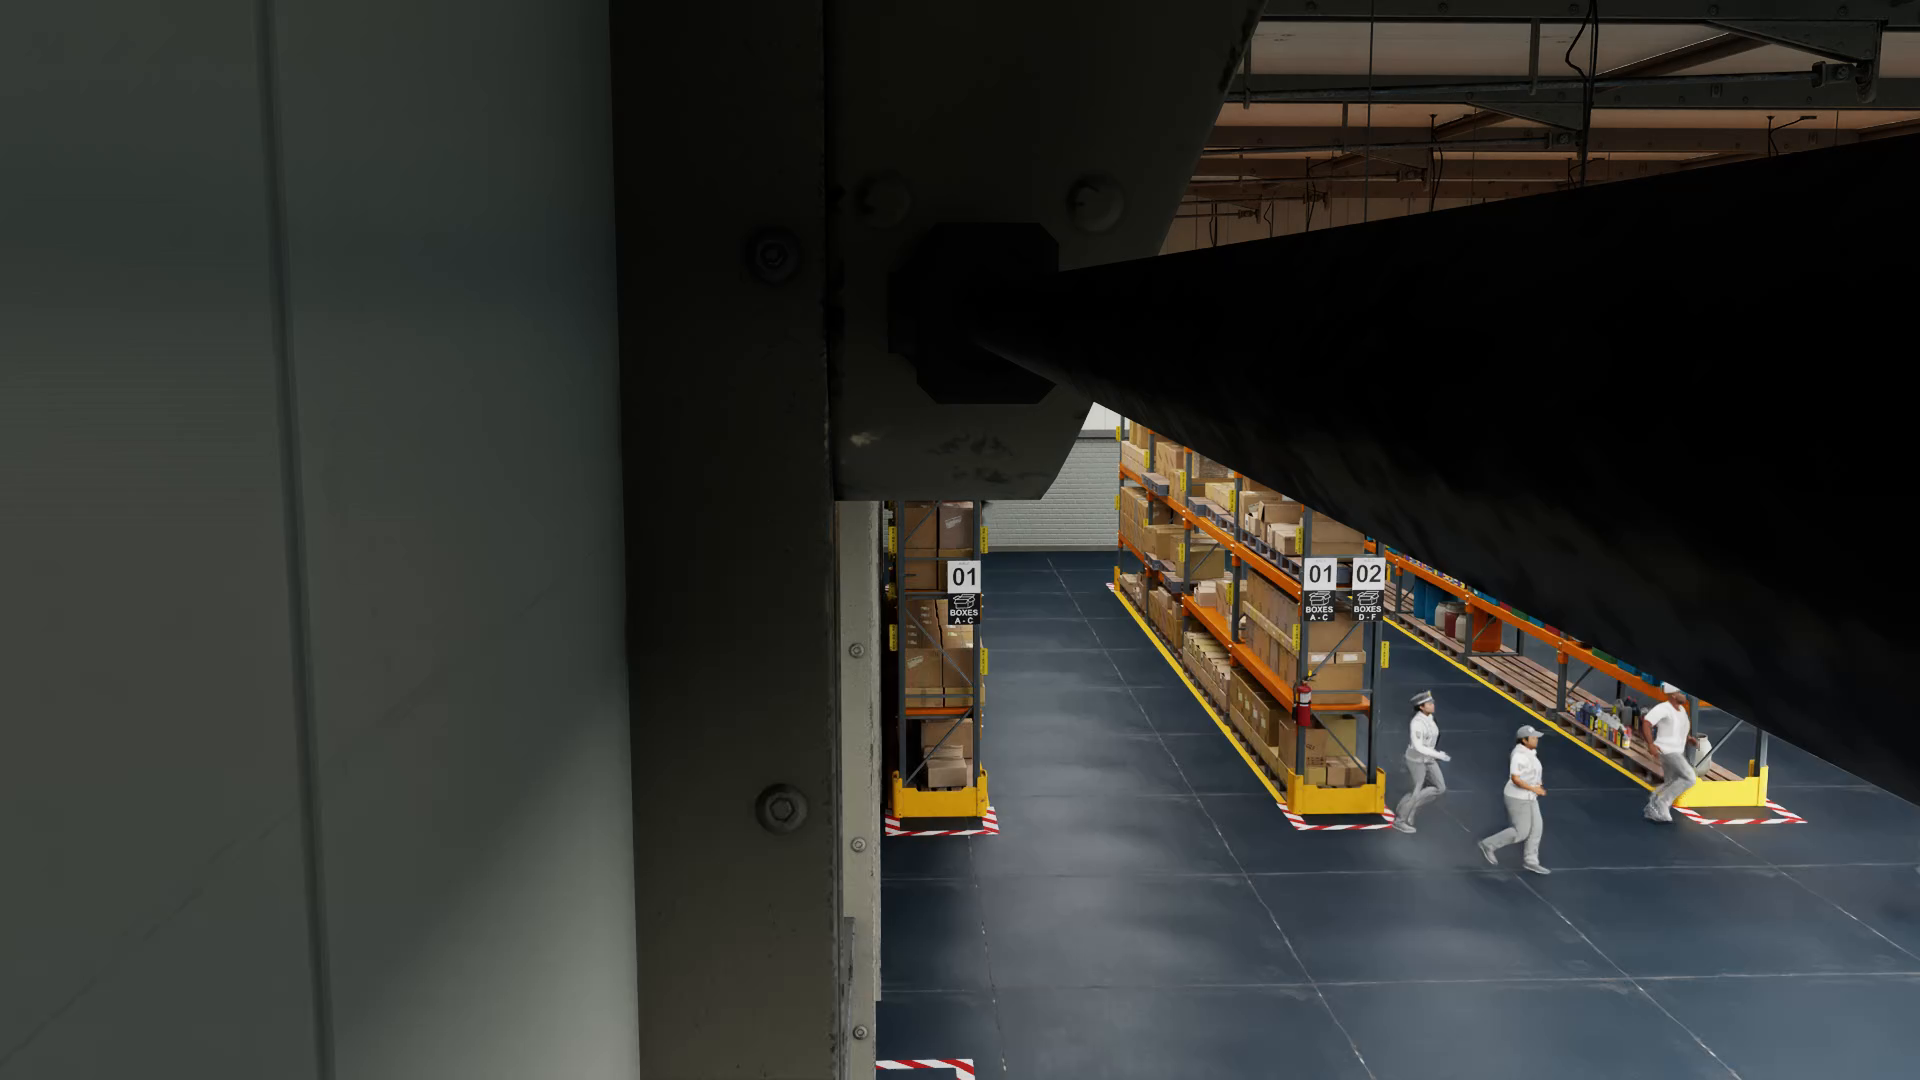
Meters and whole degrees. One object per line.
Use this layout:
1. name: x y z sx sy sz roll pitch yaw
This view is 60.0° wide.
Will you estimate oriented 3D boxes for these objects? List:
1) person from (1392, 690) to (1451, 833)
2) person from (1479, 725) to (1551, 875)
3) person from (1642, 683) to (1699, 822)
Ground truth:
1. person: 5.283 2.513 18.914 0.644 1.673 0.650 5 10 33
2. person: 6.213 2.872 18.512 0.764 1.668 0.630 4 9 27
3. person: 8.691 2.574 20.234 0.609 1.714 0.712 7 11 41
